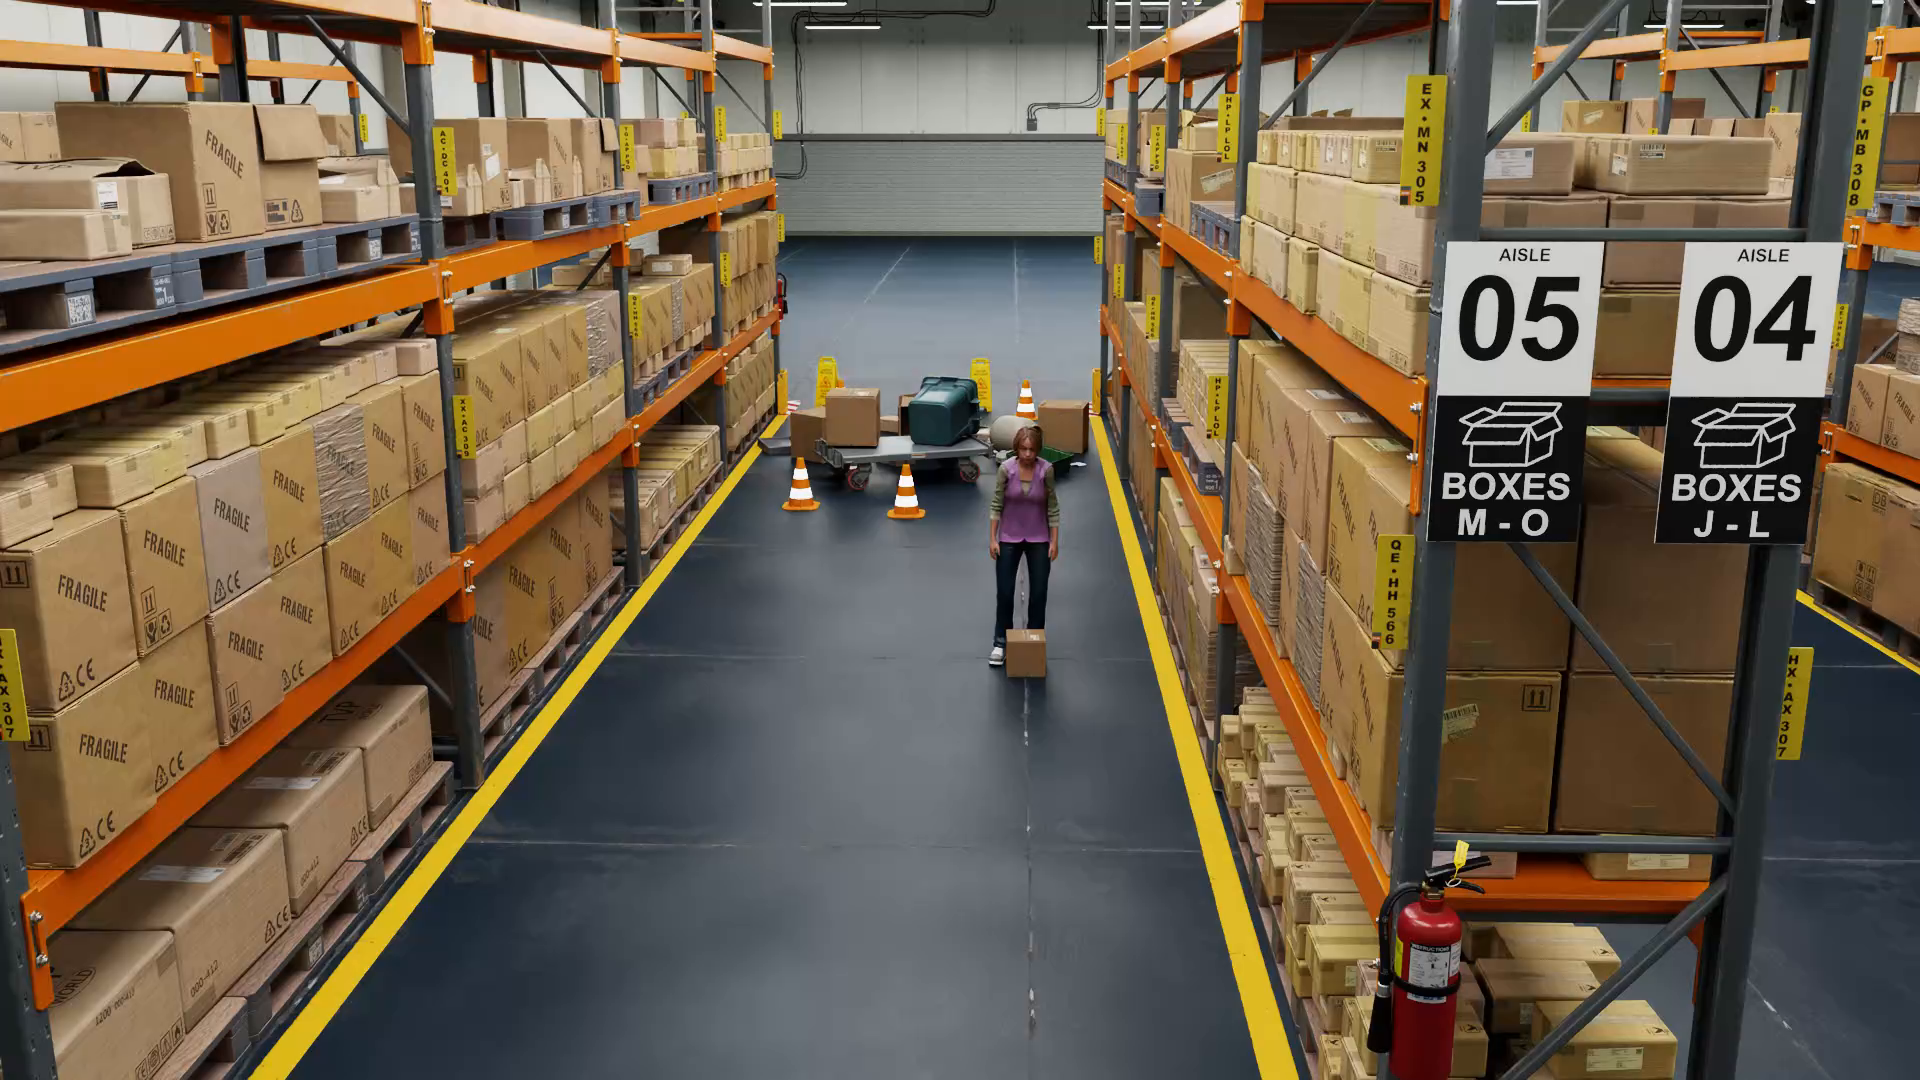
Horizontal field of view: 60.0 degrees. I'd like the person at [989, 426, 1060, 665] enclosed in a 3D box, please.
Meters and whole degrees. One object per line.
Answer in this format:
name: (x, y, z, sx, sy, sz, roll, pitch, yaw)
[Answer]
person: (0.423, 0.033, 10.898, 0.459, 1.591, 0.369, 0, 14, 2)
